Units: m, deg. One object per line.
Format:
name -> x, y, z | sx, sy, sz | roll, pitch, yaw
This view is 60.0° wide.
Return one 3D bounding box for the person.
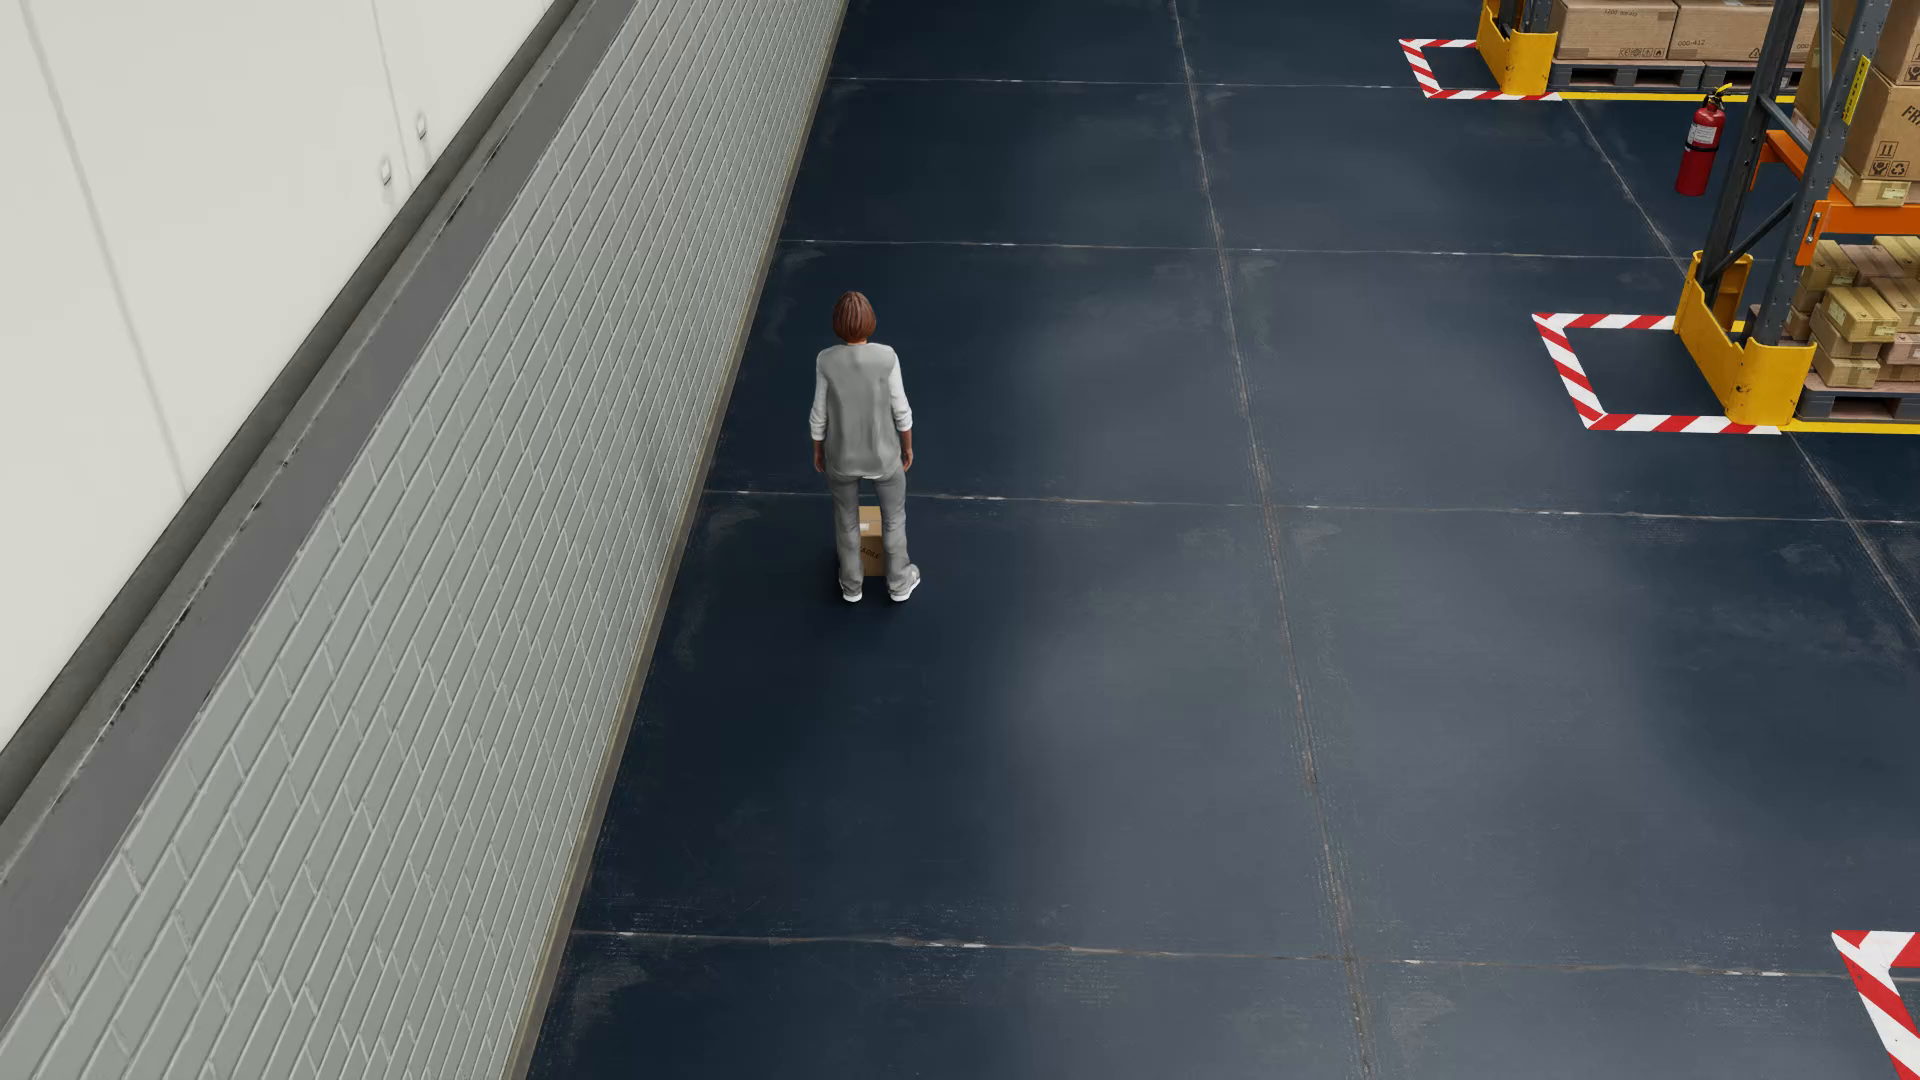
person -> -0.439, -0.391, 7.657 | 0.486, 1.593, 0.344 | -1, 36, -1
